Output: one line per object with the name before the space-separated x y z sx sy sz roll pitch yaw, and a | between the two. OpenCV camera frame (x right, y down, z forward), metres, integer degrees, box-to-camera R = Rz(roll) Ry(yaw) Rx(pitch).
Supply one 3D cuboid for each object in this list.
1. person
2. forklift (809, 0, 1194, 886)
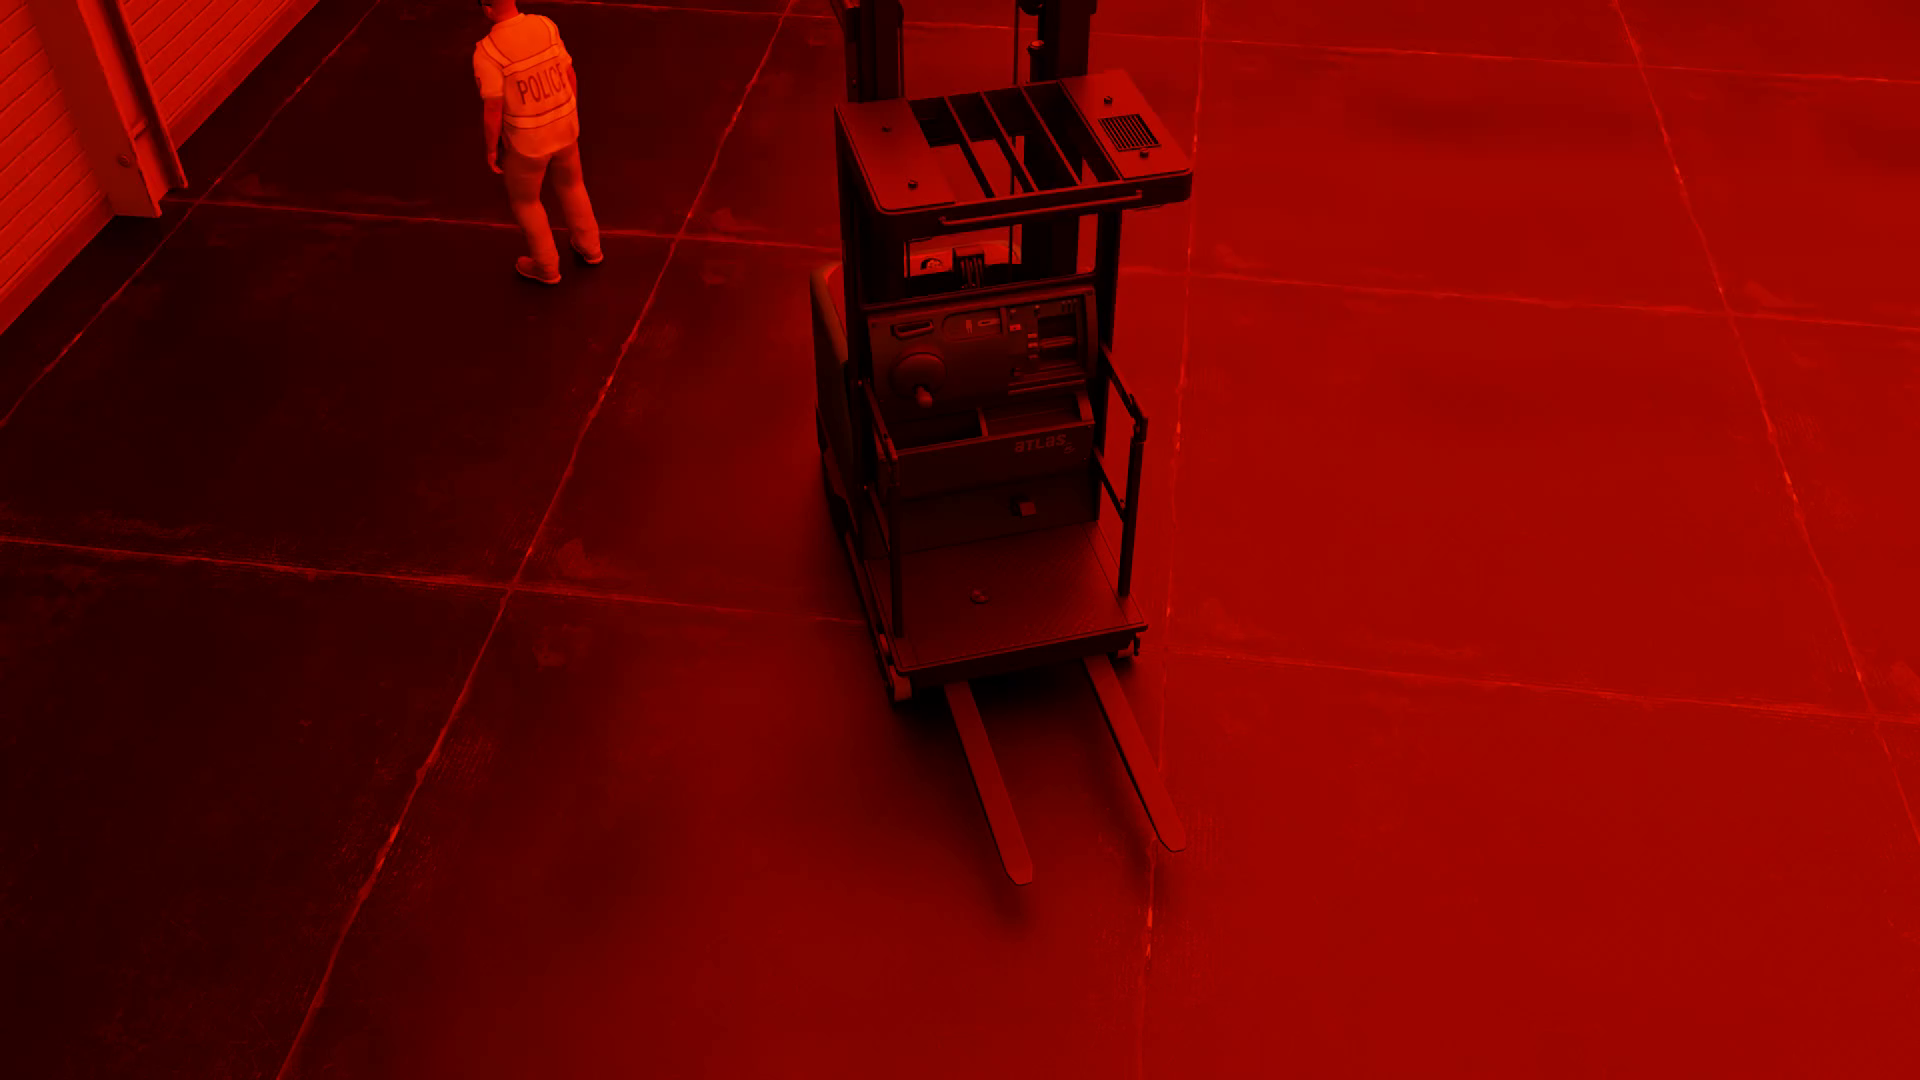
person | -2.292 -2.203 8.994 0.438 1.750 0.607 33 52 31
forklift | 0.153 -0.681 6.465 1.130 2.935 3.031 -10 44 -11
